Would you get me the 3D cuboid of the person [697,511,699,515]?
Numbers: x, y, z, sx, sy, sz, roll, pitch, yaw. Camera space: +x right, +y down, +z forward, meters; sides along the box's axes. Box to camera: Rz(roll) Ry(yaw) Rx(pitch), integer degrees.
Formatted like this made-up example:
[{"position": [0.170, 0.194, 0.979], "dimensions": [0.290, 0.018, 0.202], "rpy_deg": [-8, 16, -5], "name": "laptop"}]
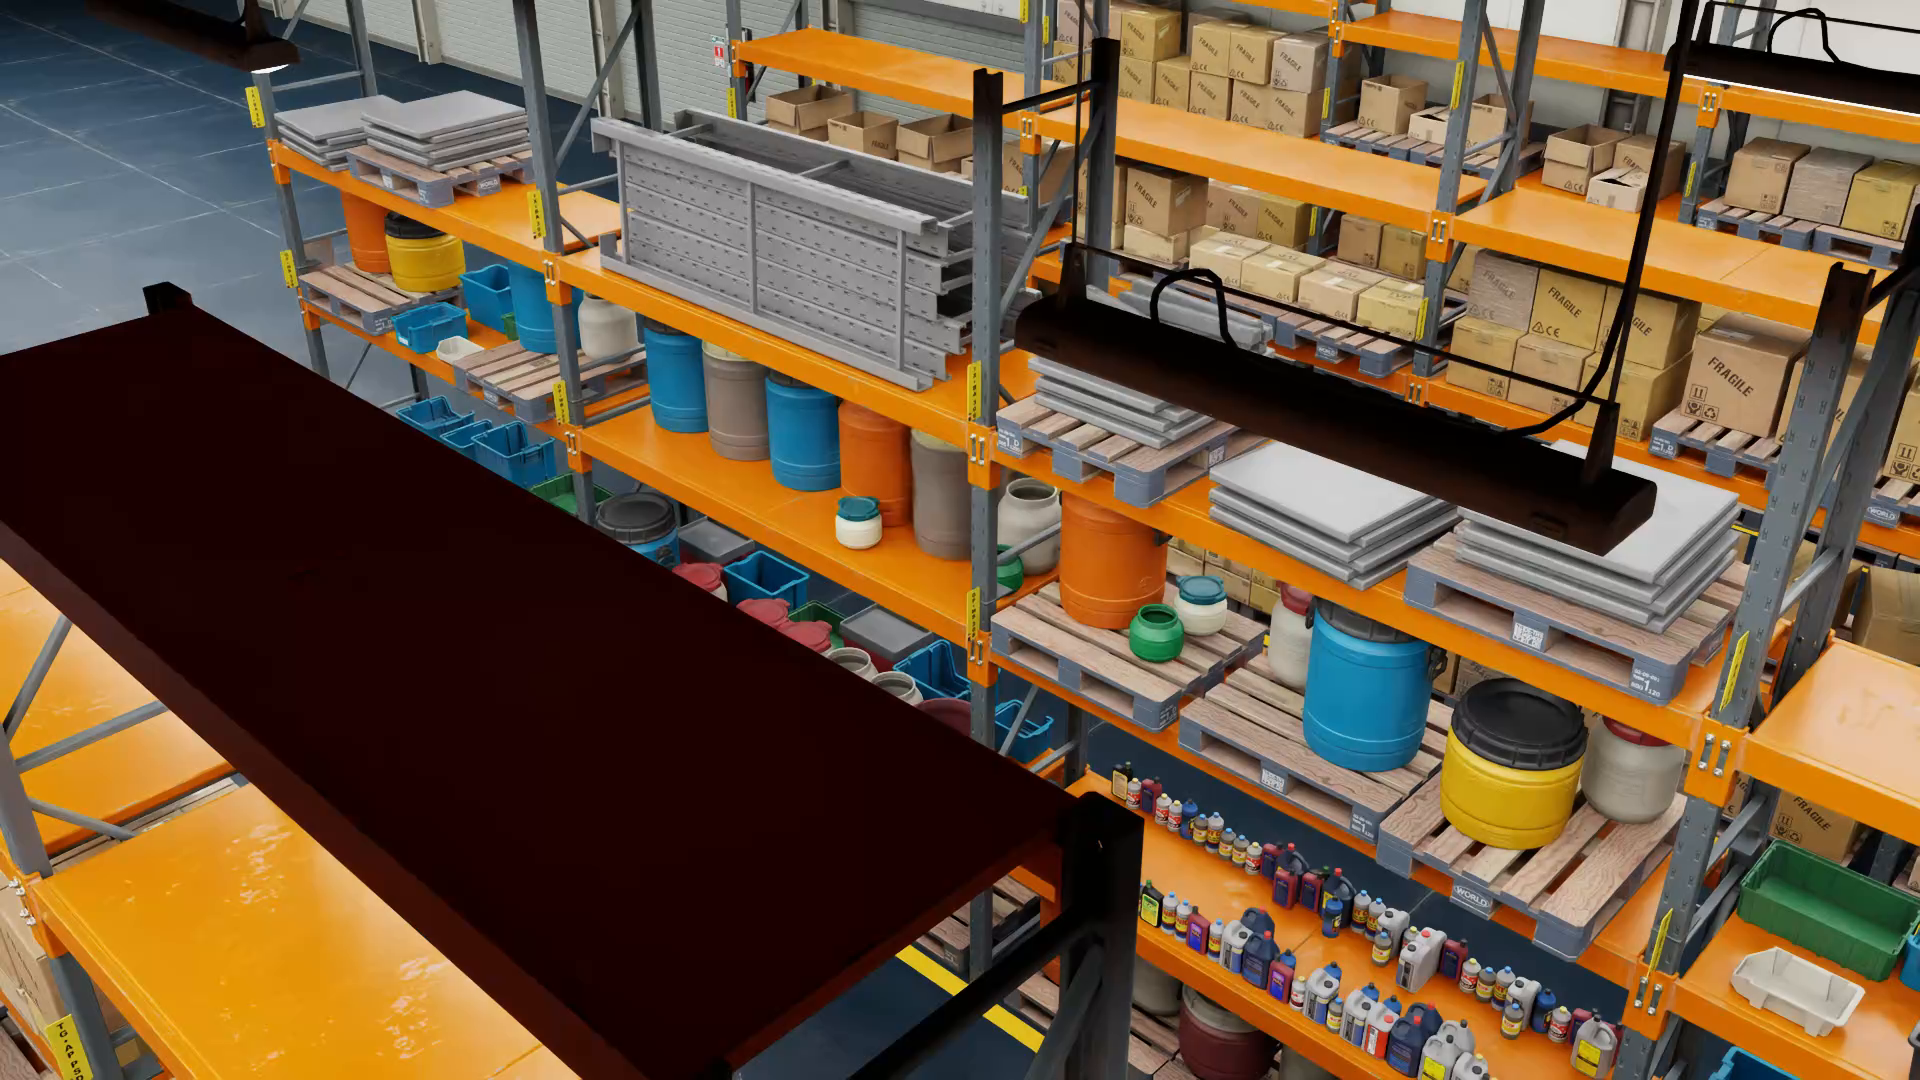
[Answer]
[{"position": [-2.463, -0.794, 15.995], "dimensions": [0.534, 1.571, 1.081], "rpy_deg": [-1, 29, -2], "name": "person"}]
